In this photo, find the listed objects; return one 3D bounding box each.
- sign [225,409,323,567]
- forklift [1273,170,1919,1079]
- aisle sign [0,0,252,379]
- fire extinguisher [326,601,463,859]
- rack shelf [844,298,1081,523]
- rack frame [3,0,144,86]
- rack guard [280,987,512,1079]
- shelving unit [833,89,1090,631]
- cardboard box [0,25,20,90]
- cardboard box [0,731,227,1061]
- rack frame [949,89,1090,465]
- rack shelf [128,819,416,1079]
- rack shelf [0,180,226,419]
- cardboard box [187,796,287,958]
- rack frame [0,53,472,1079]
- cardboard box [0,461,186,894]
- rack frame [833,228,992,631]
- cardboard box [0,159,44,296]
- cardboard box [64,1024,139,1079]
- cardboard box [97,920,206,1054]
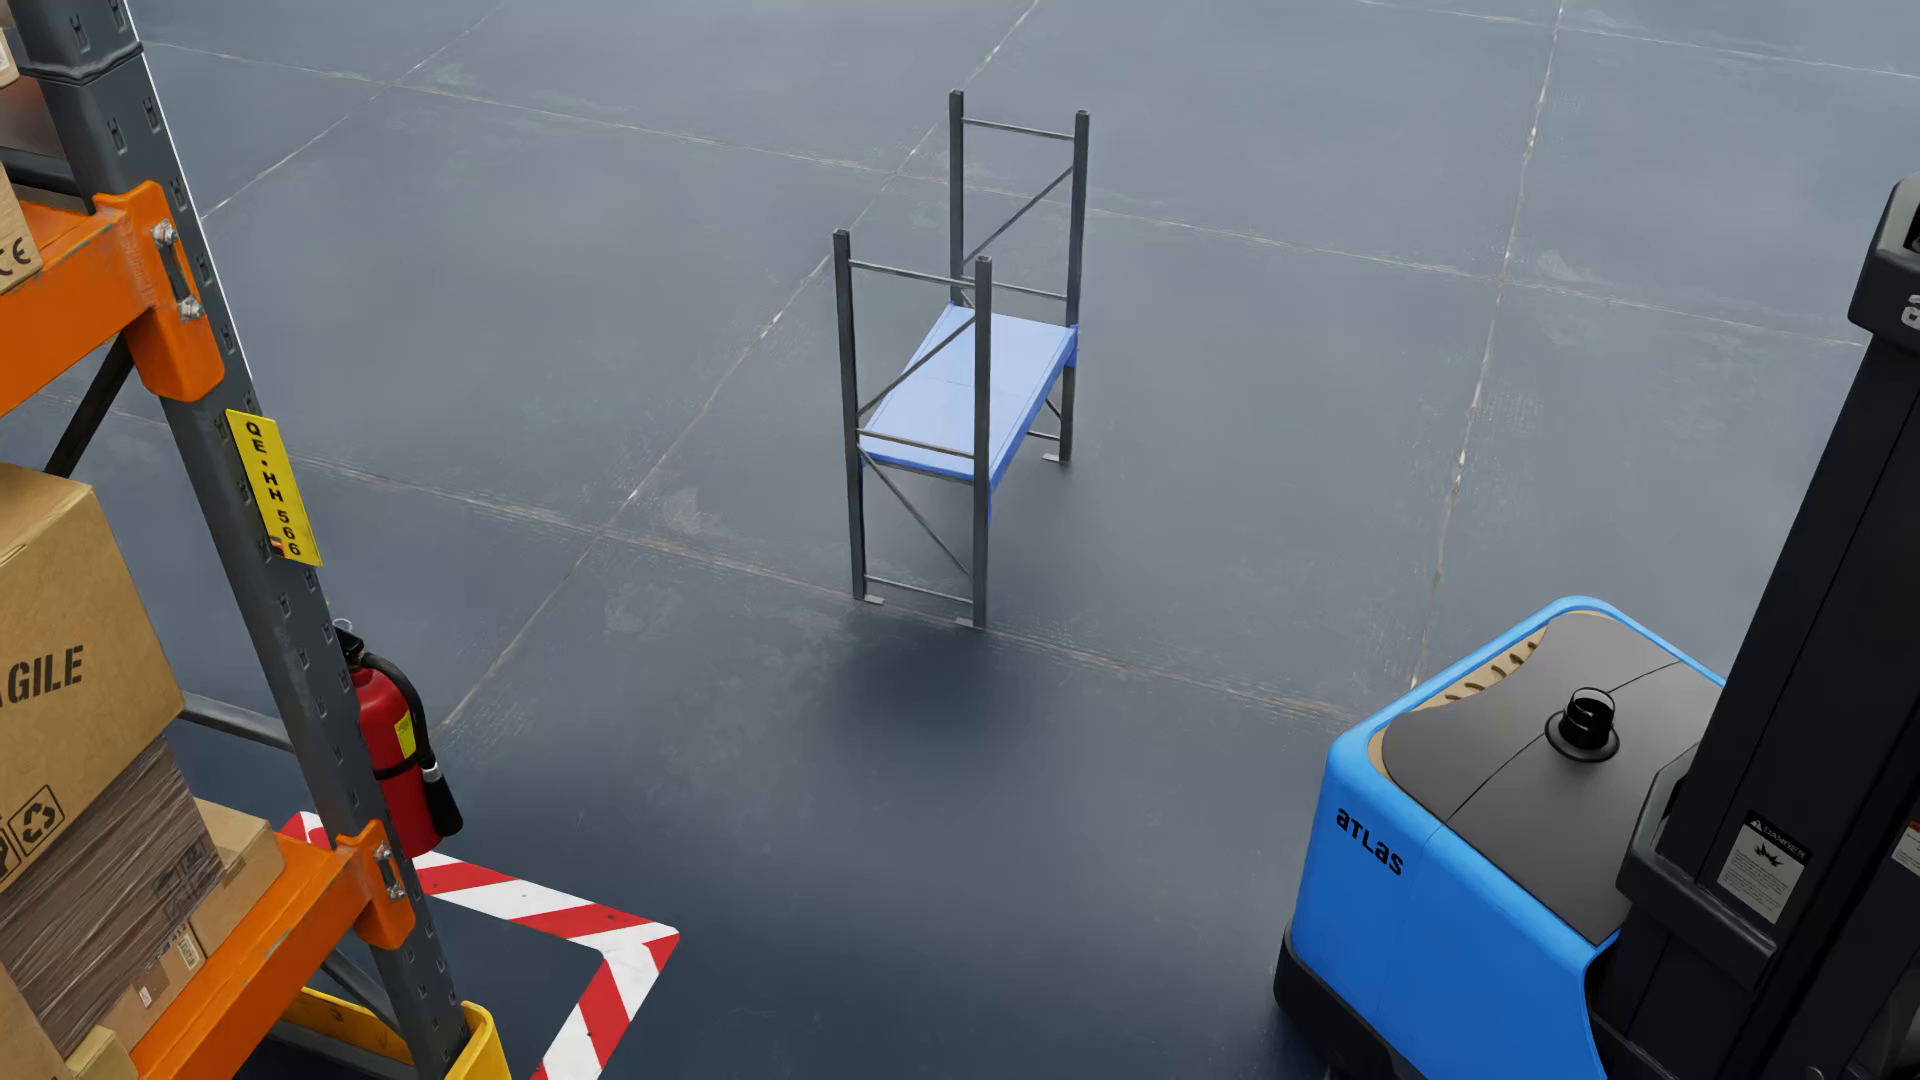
[{"bbox_3d":[-1.195,-0.086,2.904,0.100,0.325,0.005,13,42,15],"label":"sign"},{"bbox_3d":[2.156,0.781,3.076,1.130,2.935,3.031,-26,47,-27],"label":"forklift"},{"bbox_3d":[-1.407,-0.621,2.664,0.394,0.787,0.004,13,42,15],"label":"aisle sign"},{"bbox_3d":[-1.238,0.401,3.529,0.296,0.674,0.183,13,42,15],"label":"fire extinguisher"},{"bbox_3d":[0.029,-0.486,5.941,0.538,0.185,1.000,13,42,15],"label":"rack shelf"},{"bbox_3d":[-1.710,-1.943,1.594,1.000,3.000,0.127,13,42,15],"label":"rack frame"},{"bbox_3d":[-1.736,1.336,4.298,1.175,0.500,0.348,13,42,15],"label":"rack guard"},{"bbox_3d":[0.029,-0.623,5.824,0.538,1.500,1.048,13,42,15],"label":"shelving unit"},{"bbox_3d":[-1.512,-0.658,2.208,0.380,0.149,0.250,13,42,15],"label":"cardboard box"},{"bbox_3d":[-1.924,0.517,3.026,0.875,0.500,0.500,13,42,15],"label":"cardboard box"},{"bbox_3d":[0.203,-0.933,6.188,0.500,1.500,0.032,13,42,15],"label":"rack frame"},{"bbox_3d":[-2.394,1.833,2.345,1.077,0.370,4.000,13,42,15],"label":"rack shelf"},{"bbox_3d":[-2.394,0.691,1.372,1.077,0.370,4.000,13,42,15],"label":"rack shelf"},{"bbox_3d":[-1.613,0.654,3.366,0.380,0.149,0.250,13,42,15],"label":"cardboard box"},{"bbox_3d":[-1.710,0.339,3.541,1.000,3.000,0.127,13,42,15],"label":"rack frame"},{"bbox_3d":[-1.666,0.198,2.630,0.500,0.500,0.500,13,42,15],"label":"cardboard box"},{"bbox_3d":[-0.145,-0.313,5.461,0.500,1.500,0.032,13,42,15],"label":"rack frame"},{"bbox_3d":[-1.636,-0.395,2.206,0.500,0.250,0.500,14,42,16],"label":"cardboard box"},{"bbox_3d":[-1.737,0.971,2.995,0.380,0.149,0.250,13,42,15],"label":"cardboard box"},{"bbox_3d":[-1.699,0.807,3.187,0.380,0.149,0.250,13,42,15],"label":"cardboard box"}]
